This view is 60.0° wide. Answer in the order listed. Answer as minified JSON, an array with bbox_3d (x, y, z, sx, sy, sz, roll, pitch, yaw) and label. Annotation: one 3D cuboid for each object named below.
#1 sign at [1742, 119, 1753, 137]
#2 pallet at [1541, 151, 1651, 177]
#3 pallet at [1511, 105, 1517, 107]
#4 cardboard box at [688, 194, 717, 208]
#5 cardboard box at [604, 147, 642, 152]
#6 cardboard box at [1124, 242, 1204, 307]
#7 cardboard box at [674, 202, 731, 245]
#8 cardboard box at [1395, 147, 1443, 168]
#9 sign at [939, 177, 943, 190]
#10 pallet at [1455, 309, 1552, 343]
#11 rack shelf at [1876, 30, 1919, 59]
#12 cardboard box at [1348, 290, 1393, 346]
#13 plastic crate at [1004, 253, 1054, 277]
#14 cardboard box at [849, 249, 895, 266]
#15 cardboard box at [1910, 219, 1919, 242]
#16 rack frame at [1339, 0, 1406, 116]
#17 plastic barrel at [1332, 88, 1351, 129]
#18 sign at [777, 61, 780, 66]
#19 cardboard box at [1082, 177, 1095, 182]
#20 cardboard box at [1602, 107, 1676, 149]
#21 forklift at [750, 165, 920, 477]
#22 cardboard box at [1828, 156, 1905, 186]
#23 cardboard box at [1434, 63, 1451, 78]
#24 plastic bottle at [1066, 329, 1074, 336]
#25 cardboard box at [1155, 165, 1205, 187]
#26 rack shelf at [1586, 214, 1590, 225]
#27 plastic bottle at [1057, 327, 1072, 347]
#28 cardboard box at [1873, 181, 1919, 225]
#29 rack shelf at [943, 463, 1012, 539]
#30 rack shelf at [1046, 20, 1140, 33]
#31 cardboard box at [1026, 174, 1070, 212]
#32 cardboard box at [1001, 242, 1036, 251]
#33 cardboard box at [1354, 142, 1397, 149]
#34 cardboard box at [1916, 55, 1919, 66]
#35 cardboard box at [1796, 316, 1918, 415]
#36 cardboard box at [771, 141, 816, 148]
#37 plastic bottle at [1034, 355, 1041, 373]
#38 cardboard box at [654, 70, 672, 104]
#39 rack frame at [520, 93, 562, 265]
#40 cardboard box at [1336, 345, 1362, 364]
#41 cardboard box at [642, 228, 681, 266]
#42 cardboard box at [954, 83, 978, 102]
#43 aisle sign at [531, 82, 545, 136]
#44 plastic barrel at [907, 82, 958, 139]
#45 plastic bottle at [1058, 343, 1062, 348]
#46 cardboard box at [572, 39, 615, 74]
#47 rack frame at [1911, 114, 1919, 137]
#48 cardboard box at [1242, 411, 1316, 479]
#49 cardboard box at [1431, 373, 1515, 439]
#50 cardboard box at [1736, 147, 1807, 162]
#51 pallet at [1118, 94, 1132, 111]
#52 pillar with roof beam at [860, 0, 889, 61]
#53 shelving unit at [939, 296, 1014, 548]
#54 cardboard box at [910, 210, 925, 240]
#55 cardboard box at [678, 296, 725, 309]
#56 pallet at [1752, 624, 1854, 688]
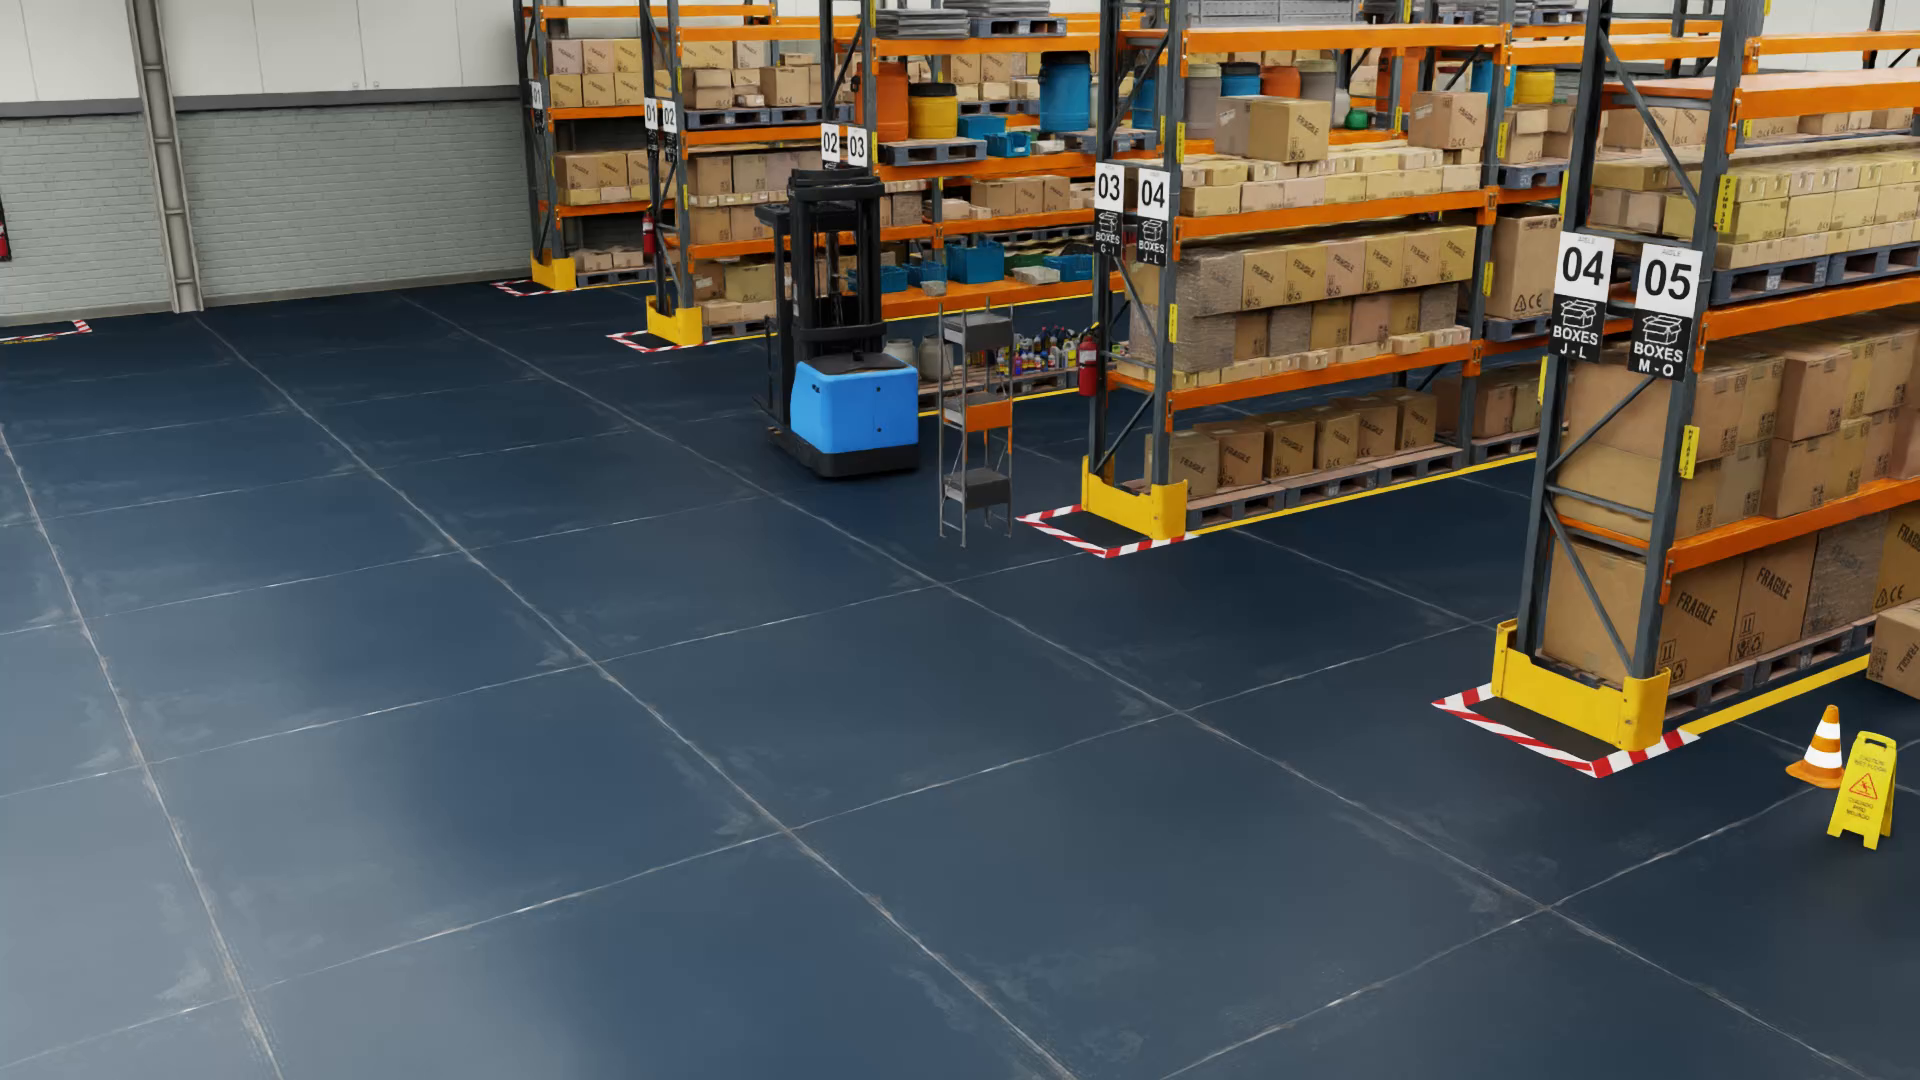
[{"bbox_3d":[8.494,-4.513,17.920,0.005,0.325,0.100,-12,22,-31],"label":"sign"},{"bbox_3d":[6.295,-3.884,17.160,1.003,0.211,1.213,-12,22,-31],"label":"pallet"},{"bbox_3d":[7.267,-5.989,23.387,1.213,0.211,1.003,-12,22,-31],"label":"pallet"},{"bbox_3d":[-3.483,-4.600,22.500,0.250,0.149,0.380,-12,22,-32],"label":"cardboard box"},{"bbox_3d":[-5.525,-6.170,27.344,0.500,0.500,0.500,-13,22,-33],"label":"cardboard box"},{"bbox_3d":[1.839,-2.409,15.004,0.500,0.500,0.500,-12,22,-31],"label":"cardboard box"},{"bbox_3d":[-3.532,-4.360,22.802,0.500,0.500,0.700,-12,22,-31],"label":"cardboard box"},{"bbox_3d":[4.309,-3.603,15.645,0.250,0.149,0.380,-13,23,-34],"label":"cardboard box"},{"bbox_3d":[-0.282,-5.238,24.080,0.005,0.325,0.100,-12,22,-31],"label":"sign"},{"bbox_3d":[5.575,-2.293,17.144,1.213,0.211,1.003,-12,22,-31],"label":"pallet"},{"bbox_3d":[13.208,-6.361,21.258,4.000,0.370,1.077,-12,22,-31],"label":"rack shelf"},{"bbox_3d":[3.648,-2.220,16.008,0.500,0.500,0.875,-12,22,-31],"label":"cardboard box"},{"bbox_3d":[0.844,-3.349,20.298,0.662,0.188,0.450,-12,22,-31],"label":"plastic crate"},{"bbox_3d":[-1.280,-3.965,24.257,0.500,0.500,0.500,-12,22,-31],"label":"cardboard box"},{"bbox_3d":[6.309,-2.118,11.222,0.250,0.149,0.380,-12,22,-32],"label":"cardboard box"},{"bbox_3d":[5.473,-7.160,21.872,0.127,3.000,1.000,-12,22,-31],"label":"rack frame"},{"bbox_3d":[5.045,-5.819,22.415,0.421,0.512,0.421,0,19,0],"label":"plastic barrel"},{"bbox_3d":[-3.011,-7.785,27.598,0.005,0.325,0.100,-12,22,-31],"label":"sign"},{"bbox_3d":[2.894,-6.703,32.590,0.750,0.750,0.750,-12,22,-31],"label":"cardboard box"},{"bbox_3d":[7.092,-4.371,17.369,0.500,0.500,0.500,-11,22,-30],"label":"cardboard box"},{"bbox_3d":[-1.463,-2.437,17.377,1.130,2.935,3.031,-8,20,-23],"label":"forklift"},{"bbox_3d":[5.889,-2.408,10.835,0.250,0.149,0.380,-12,22,-31],"label":"cardboard box"},{"bbox_3d":[8.308,-8.305,29.397,0.500,0.250,0.500,-12,22,-31],"label":"cardboard box"},{"bbox_3d":[1.370,-2.528,21.105,0.135,0.276,0.152,-11,22,-29],"label":"plastic bottle"},{"bbox_3d":[1.873,-3.109,14.186,0.250,0.149,0.380,-12,22,-32],"label":"cardboard box"},{"bbox_3d":[10.484,-5.034,26.074,4.000,0.370,1.077,-12,22,-31],"label":"rack shelf"},{"bbox_3d":[1.309,-2.497,20.896,0.185,0.351,0.144,-12,22,-31],"label":"plastic bottle"},{"bbox_3d":[5.967,-2.260,11.019,0.500,0.250,0.500,-12,22,-32],"label":"cardboard box"},{"bbox_3d":[0.138,-0.348,14.723,0.480,0.518,0.431,-12,22,-31],"label":"rack shelf"},{"bbox_3d":[1.082,-7.603,24.930,4.000,0.370,1.077,-12,22,-31],"label":"rack shelf"},{"bbox_3d":[1.360,-5.391,25.850,0.500,0.500,0.500,-13,23,-34],"label":"cardboard box"},{"bbox_3d":[0.863,-4.517,26.184,0.500,0.311,0.500,-12,22,-32],"label":"cardboard box"},{"bbox_3d":[3.992,-3.745,16.066,0.250,0.149,0.380,-12,22,-31],"label":"cardboard box"},{"bbox_3d":[12.327,-5.931,20.783,0.500,0.250,0.500,-14,23,-35],"label":"cardboard box"},{"bbox_3d":[6.251,-1.284,11.940,0.550,0.550,0.875,-12,22,-31],"label":"cardboard box"},{"bbox_3d":[-2.872,-6.599,28.738,0.500,0.500,0.700,-12,22,-31],"label":"cardboard box"},{"bbox_3d":[0.930,-2.123,20.022,0.097,0.201,0.097,0,19,0],"label":"plastic bottle"},{"bbox_3d":[-4.905,-7.306,26.801,0.500,0.500,0.500,-10,21,-28],"label":"cardboard box"},{"bbox_3d":[-6.657,-5.558,26.503,0.127,3.000,1.000,-12,22,-31],"label":"rack frame"},{"bbox_3d":[3.578,-1.792,15.755,0.250,0.149,0.380,-12,22,-31],"label":"cardboard box"},{"bbox_3d":[-4.913,-4.897,27.762,0.500,0.500,0.700,-14,23,-35],"label":"cardboard box"},{"bbox_3d":[-0.069,-6.593,24.459,0.500,0.250,0.500,-9,21,-26],"label":"cardboard box"},{"bbox_3d":[-6.552,-6.697,25.811,0.004,0.787,0.394,-12,22,-31],"label":"aisle sign"},{"bbox_3d":[-0.326,-4.852,18.781,0.600,0.588,0.600,0,19,0],"label":"plastic barrel"},{"bbox_3d":[1.245,-2.276,20.349,0.133,0.283,0.061,-12,22,-31],"label":"plastic bottle"},{"bbox_3d":[-5.755,-7.588,26.073,0.500,0.500,0.500,-12,22,-32],"label":"cardboard box"},{"bbox_3d":[7.500,-3.786,11.892,0.127,3.000,1.000,-12,22,-31],"label":"rack frame"},{"bbox_3d":[3.060,-0.924,16.041,0.500,0.500,0.500,-10,21,-26],"label":"cardboard box"},{"bbox_3d":[5.381,-1.415,17.462,0.500,0.500,0.700,-14,23,-36],"label":"cardboard box"},{"bbox_3d":[5.528,-2.584,11.356,0.250,0.149,0.380,-12,22,-31],"label":"cardboard box"},{"bbox_3d":[2.234,-6.831,25.879,1.003,0.211,1.213,-11,21,-29],"label":"pallet"},{"bbox_3d":[0.831,-8.660,26.311,0.400,9.000,9.100,-12,22,-31],"label":"pillar with roof beam"},{"bbox_3d":[0.138,-1.024,14.495,0.503,2.100,0.431,-12,22,-31],"label":"shelving unit"},{"bbox_3d":[-1.042,-5.791,30.408,0.500,0.500,0.700,-12,22,-31],"label":"cardboard box"},{"bbox_3d":[-3.644,-3.304,23.472,0.500,0.250,0.500,-12,22,-31],"label":"cardboard box"},{"bbox_3d":[5.802,0.706,12.326,1.213,0.211,1.003,-12,22,-31],"label":"pallet"}]
